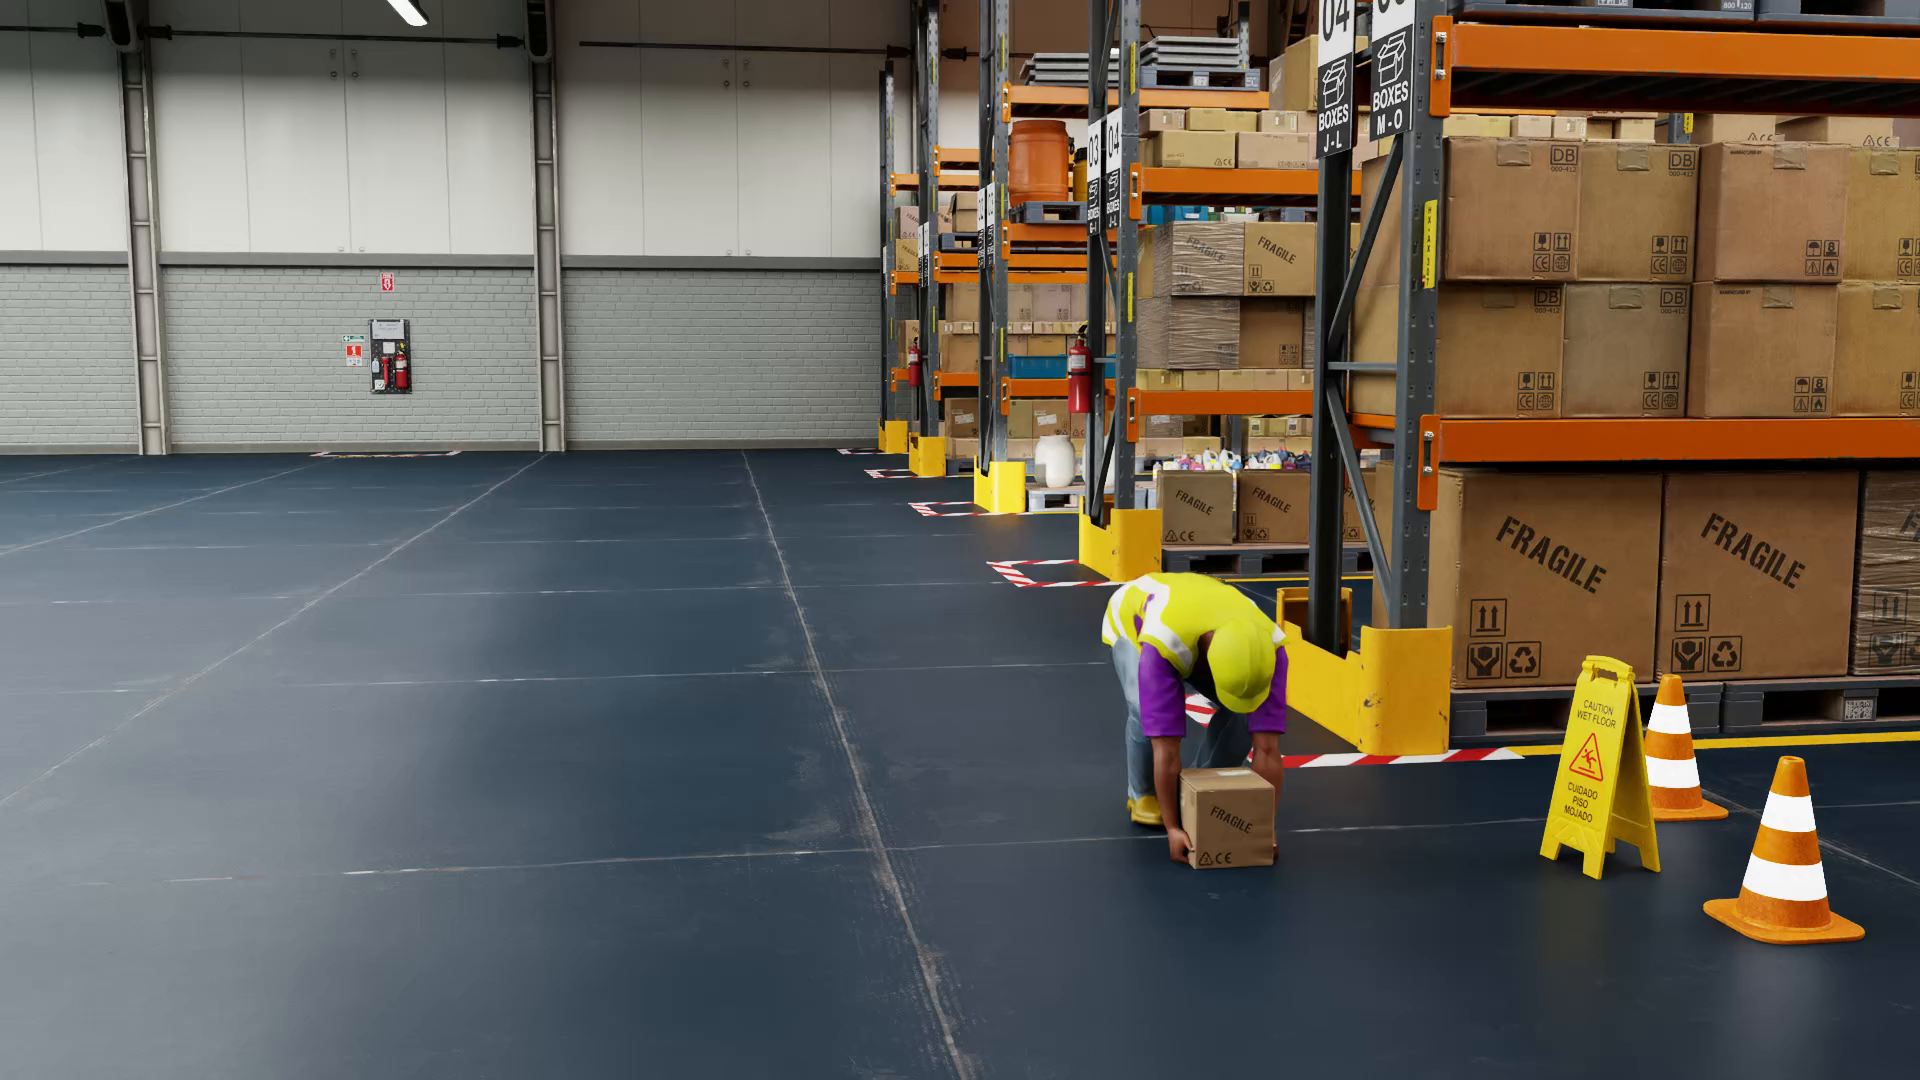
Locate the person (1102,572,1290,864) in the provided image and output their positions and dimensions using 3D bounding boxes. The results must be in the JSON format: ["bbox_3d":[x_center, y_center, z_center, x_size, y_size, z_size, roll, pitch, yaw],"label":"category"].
[{"bbox_3d":[0.789,0.552,5.467,0.511,0.850,0.980,-1,7,-11],"label":"person"}]
